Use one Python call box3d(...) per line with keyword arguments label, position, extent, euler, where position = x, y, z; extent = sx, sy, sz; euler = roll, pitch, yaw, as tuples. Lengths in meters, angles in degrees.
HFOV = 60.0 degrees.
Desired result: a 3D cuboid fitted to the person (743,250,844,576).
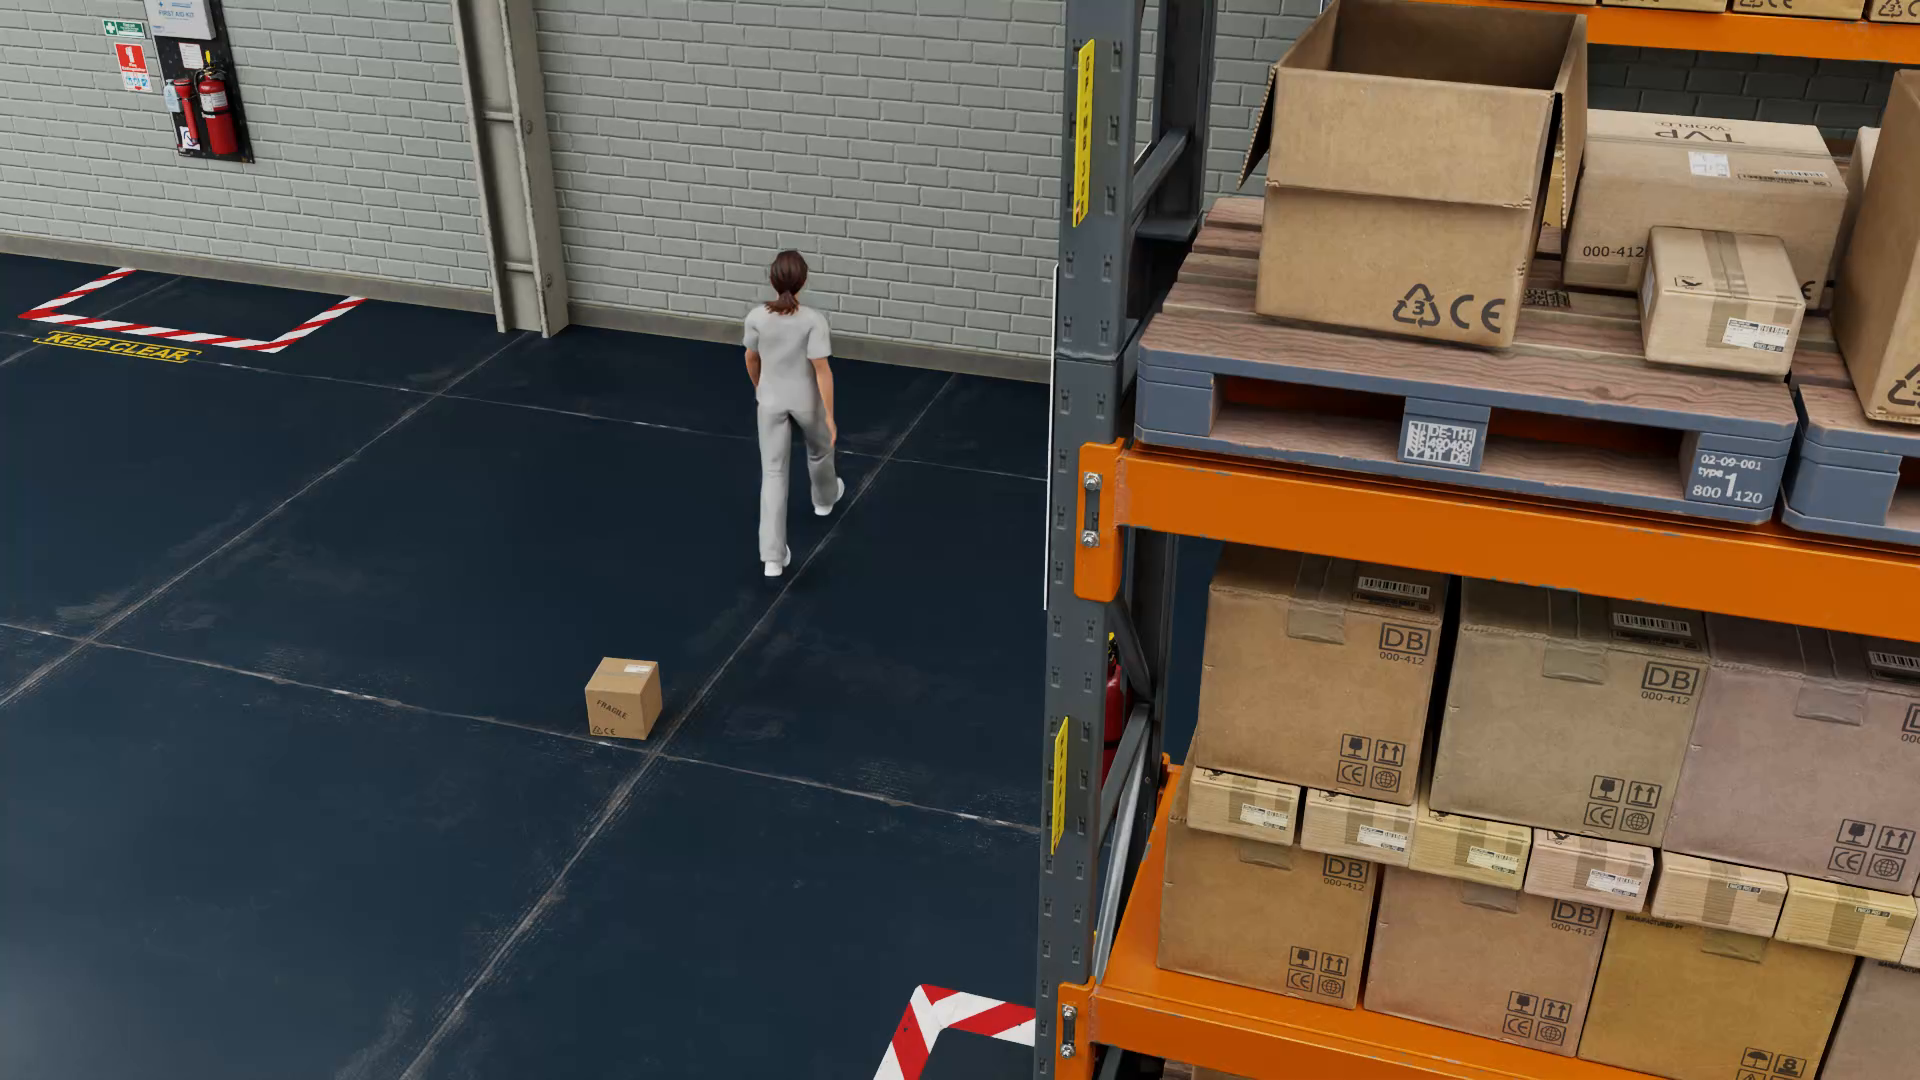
box3d(label="person", position=(-0.841, -0.716, 8.403), extent=(0.471, 1.606, 1.062), euler=(1, 29, 2))
